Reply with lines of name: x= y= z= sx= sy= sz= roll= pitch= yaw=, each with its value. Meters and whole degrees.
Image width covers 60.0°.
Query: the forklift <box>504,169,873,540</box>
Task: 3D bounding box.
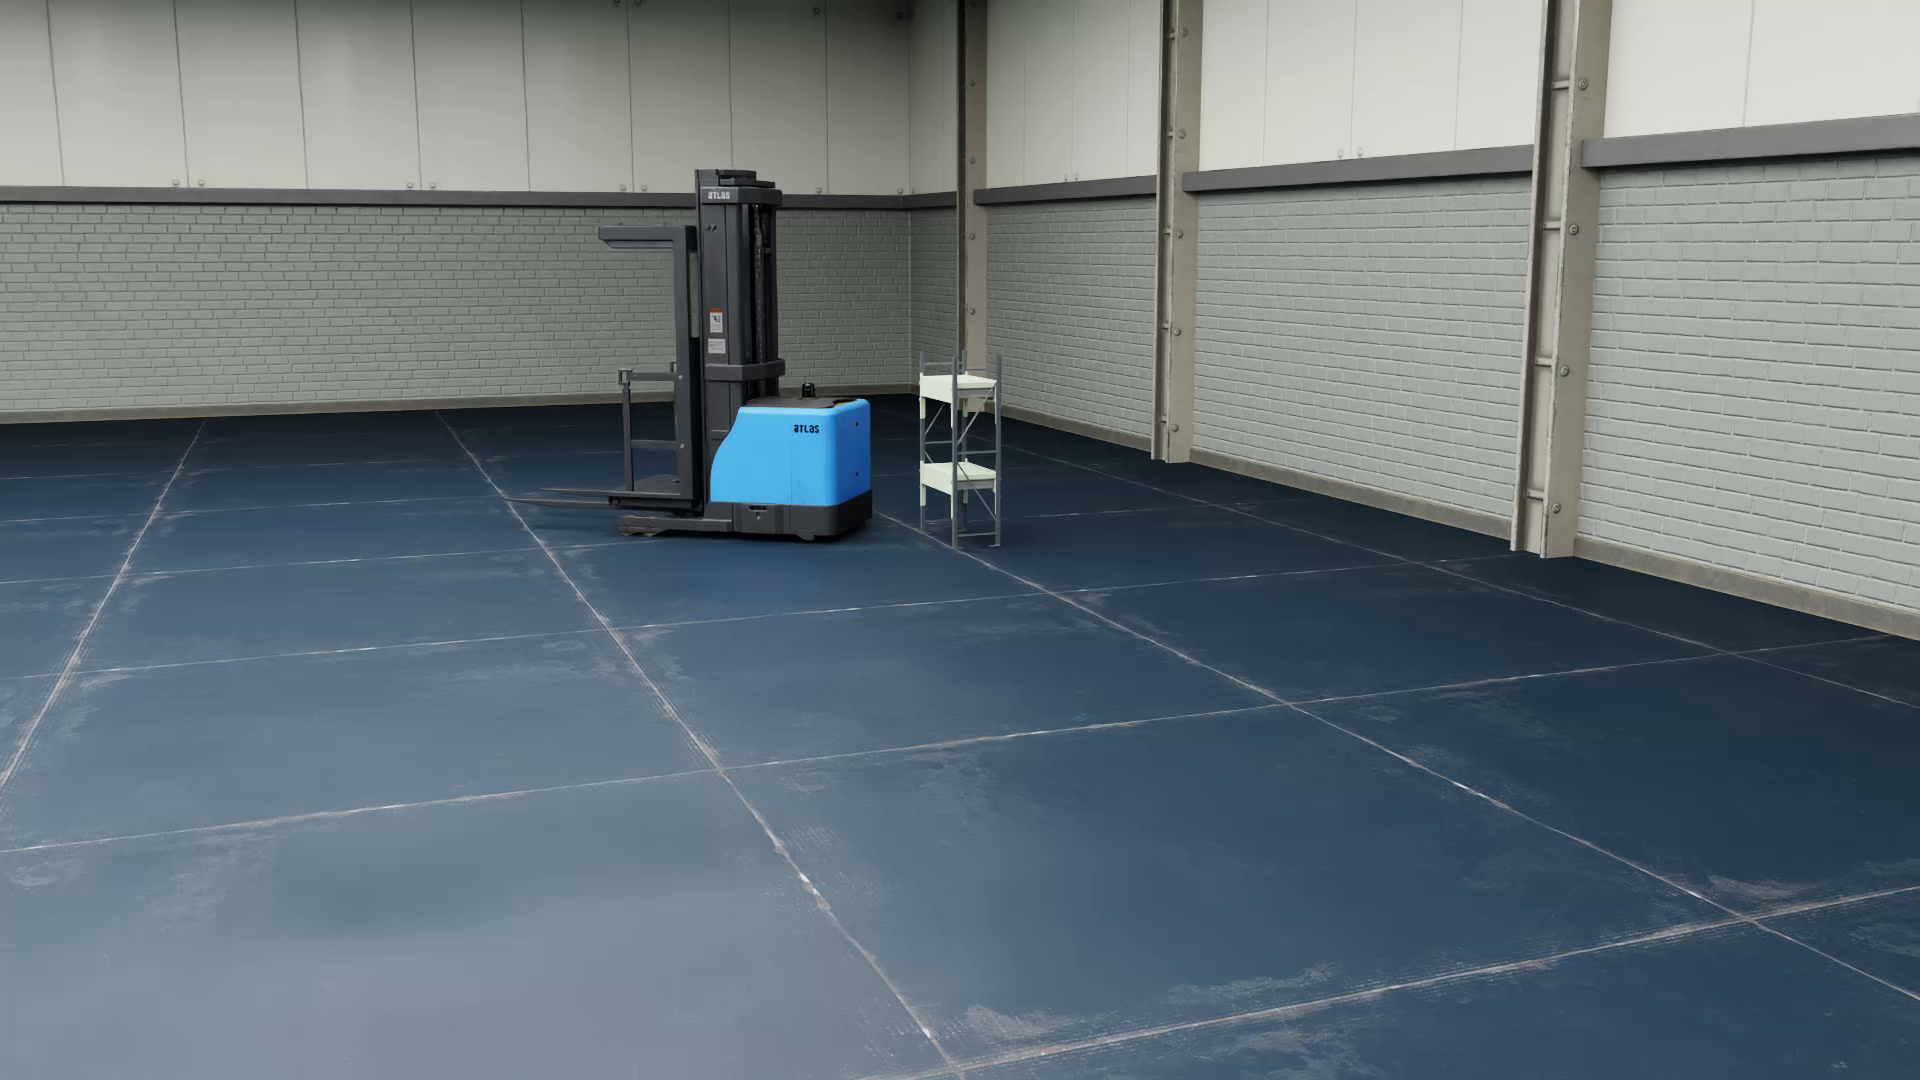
forklift: x=-2.316 y=-1.557 z=13.804 sx=3.031 sy=2.935 sz=1.130 roll=3 pitch=10 yaw=15

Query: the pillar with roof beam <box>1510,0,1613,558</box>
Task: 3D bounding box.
pillar with roof beam: x=0.500 y=-4.060 z=10.551 sx=9.100 sy=9.000 sz=0.400 roll=-4 pitch=11 yaw=-21

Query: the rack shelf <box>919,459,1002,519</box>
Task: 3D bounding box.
rack shelf: x=-0.002 y=-0.419 z=13.352 sx=0.431 sy=0.370 sz=0.720 roll=-4 pitch=11 yaw=-21

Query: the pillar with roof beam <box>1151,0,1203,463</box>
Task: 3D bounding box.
pillar with roof beam: x=-1.674 y=-5.040 z=16.056 sx=9.100 sy=9.000 sz=0.400 roll=-4 pitch=11 yaw=-21

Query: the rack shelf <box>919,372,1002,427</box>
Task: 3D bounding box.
rack shelf: x=-0.002 y=-1.124 z=13.227 sx=0.431 sy=0.370 sz=0.720 roll=-4 pitch=11 yaw=-21

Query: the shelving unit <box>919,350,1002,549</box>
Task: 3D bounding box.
shelving unit: x=-0.002 y=-0.739 z=13.295 sx=0.431 sy=1.500 sz=0.755 roll=-4 pitch=11 yaw=-21

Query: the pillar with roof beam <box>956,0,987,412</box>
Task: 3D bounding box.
pillar with roof beam: x=-3.848 y=-6.019 z=21.562 sx=9.100 sy=9.000 sz=0.400 roll=-4 pitch=11 yaw=-21

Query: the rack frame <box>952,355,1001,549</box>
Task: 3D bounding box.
rack frame: x=0.130 y=-0.680 z=12.959 sx=0.400 sy=1.500 sz=0.023 roll=-4 pitch=11 yaw=-21

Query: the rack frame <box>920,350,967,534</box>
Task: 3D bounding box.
rack frame: x=-0.135 y=-0.799 z=13.631 sx=0.400 sy=1.500 sz=0.023 roll=-4 pitch=11 yaw=-21
